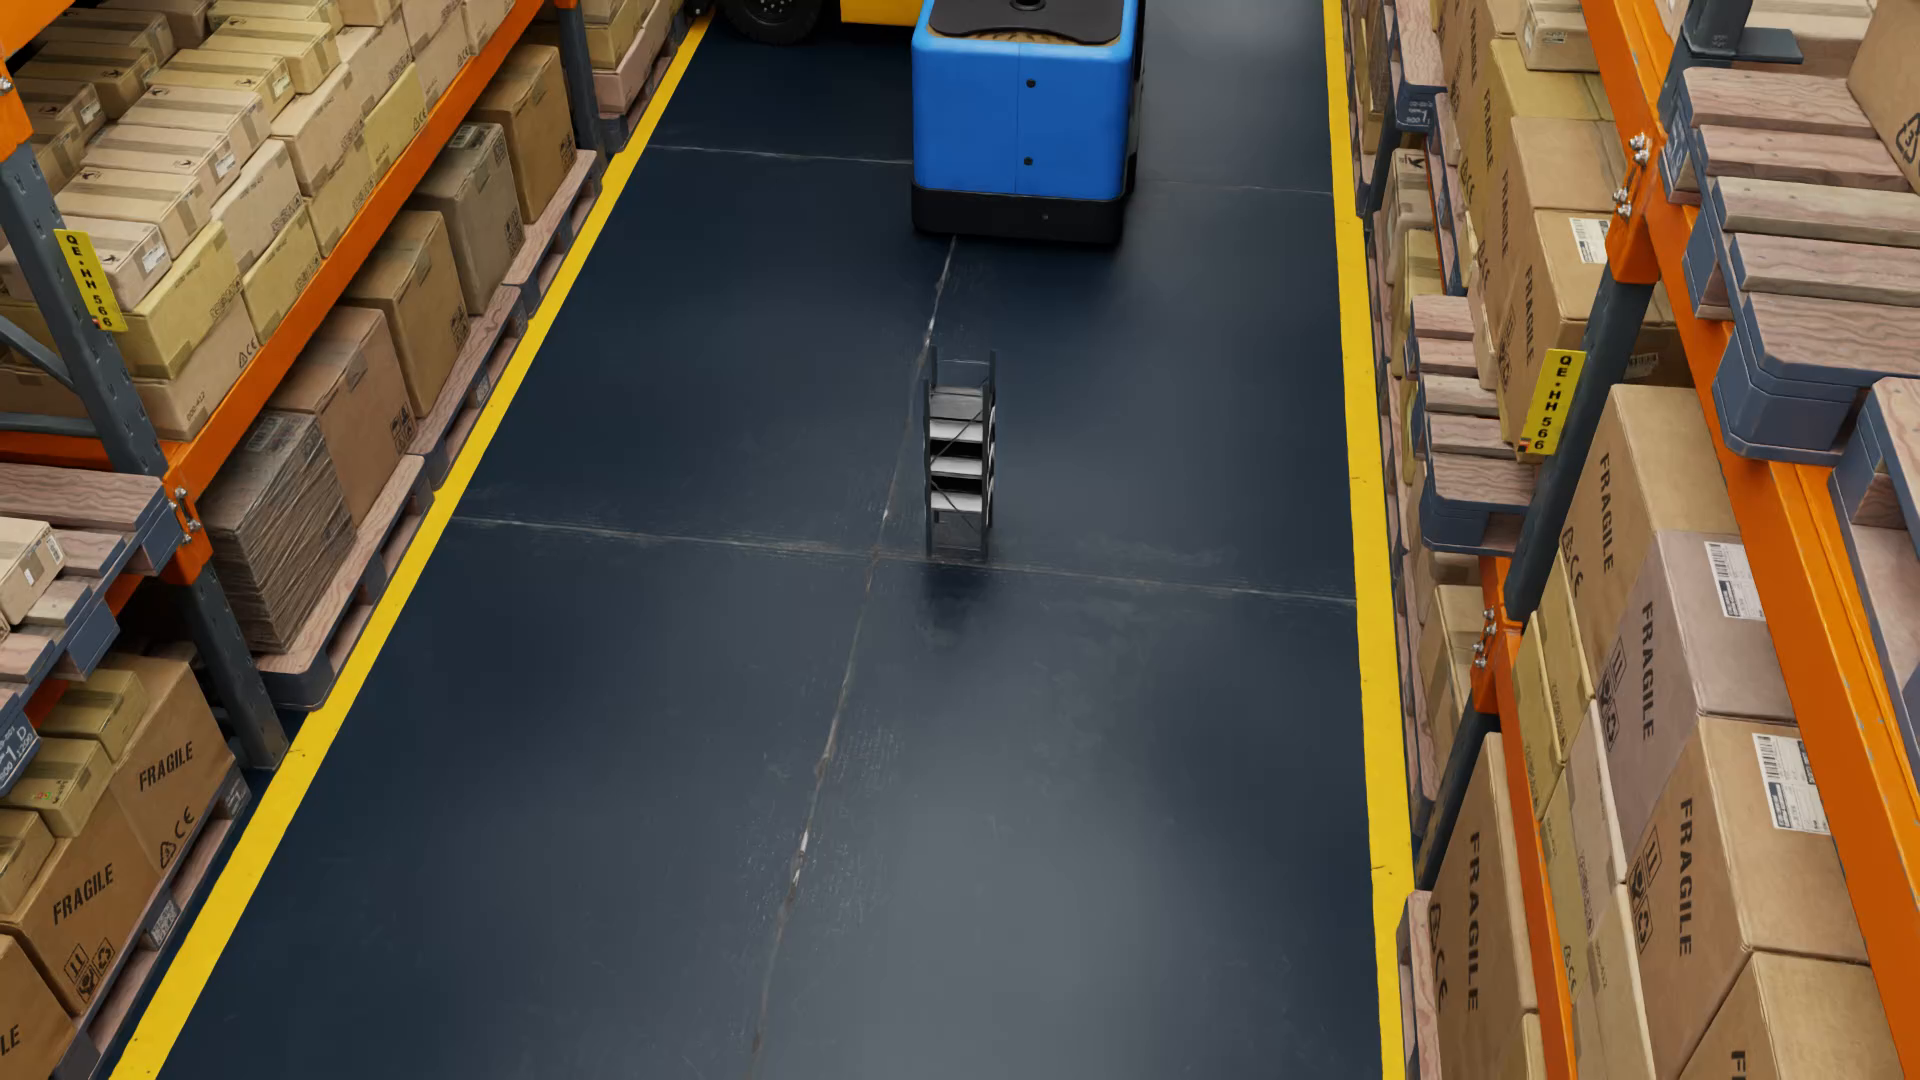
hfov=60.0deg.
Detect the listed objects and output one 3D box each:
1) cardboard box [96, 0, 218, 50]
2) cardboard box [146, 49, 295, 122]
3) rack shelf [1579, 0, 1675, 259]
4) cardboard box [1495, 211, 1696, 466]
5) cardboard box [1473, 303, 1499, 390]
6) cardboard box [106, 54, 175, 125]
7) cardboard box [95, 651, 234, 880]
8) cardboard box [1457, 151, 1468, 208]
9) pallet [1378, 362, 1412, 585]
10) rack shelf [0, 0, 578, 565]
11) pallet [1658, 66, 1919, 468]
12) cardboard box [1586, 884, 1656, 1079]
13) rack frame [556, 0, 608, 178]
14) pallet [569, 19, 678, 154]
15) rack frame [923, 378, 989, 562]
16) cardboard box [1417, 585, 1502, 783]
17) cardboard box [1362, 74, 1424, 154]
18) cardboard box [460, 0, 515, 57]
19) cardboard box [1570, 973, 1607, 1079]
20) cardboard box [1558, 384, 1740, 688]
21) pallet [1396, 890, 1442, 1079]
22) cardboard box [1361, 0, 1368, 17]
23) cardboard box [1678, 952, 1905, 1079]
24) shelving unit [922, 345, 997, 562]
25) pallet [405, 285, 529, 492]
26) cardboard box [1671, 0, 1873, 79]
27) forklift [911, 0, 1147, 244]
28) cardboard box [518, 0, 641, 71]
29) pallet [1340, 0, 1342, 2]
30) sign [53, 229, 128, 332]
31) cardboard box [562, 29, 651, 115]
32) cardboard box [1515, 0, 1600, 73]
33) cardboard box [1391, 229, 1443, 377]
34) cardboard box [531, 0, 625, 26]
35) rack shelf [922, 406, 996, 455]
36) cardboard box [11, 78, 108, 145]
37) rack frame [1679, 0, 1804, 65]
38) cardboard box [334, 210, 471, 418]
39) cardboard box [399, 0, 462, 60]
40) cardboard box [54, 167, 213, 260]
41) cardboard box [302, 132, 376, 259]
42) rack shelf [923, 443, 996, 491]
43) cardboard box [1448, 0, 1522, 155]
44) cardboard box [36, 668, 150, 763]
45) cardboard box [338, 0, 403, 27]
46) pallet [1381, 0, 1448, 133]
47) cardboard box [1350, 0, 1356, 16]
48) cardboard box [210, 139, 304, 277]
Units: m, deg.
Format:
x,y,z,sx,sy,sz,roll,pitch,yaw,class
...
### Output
x,y,z,sx,sy,sz,roll,pitch,yaw,class
-2.879,-1.915,6.046,0.380,0.149,0.250,6,44,7,cardboard box
-2.503,-1.530,5.639,0.380,0.149,0.250,6,44,6,cardboard box
2.279,-2.097,5.124,1.077,0.370,4.000,5,44,6,rack shelf
1.799,-0.538,4.542,0.500,0.500,0.500,4,44,4,cardboard box
1.778,-0.577,5.055,0.380,0.149,0.250,5,44,5,cardboard box
-2.987,-1.503,5.901,0.500,0.250,0.500,5,44,5,cardboard box
-2.748,0.708,5.333,0.500,0.500,0.500,6,44,7,cardboard box
1.951,-1.275,5.792,0.380,0.149,0.250,4,44,4,cardboard box
2.283,-0.255,6.866,1.003,0.211,1.213,5,44,6,pallet
-2.641,-1.456,6.630,1.077,0.370,4.000,5,44,6,rack shelf
1.982,-0.483,3.034,1.213,0.211,1.003,7,44,7,pallet
1.556,0.981,3.278,0.500,0.250,0.500,5,44,5,cardboard box
-2.377,-3.081,7.822,1.000,3.000,0.127,5,44,6,rack frame
-2.230,-2.606,9.349,1.003,0.211,1.213,5,44,6,pallet
-0.015,-0.252,6.362,0.240,0.900,0.006,5,44,6,rack frame
2.100,0.512,5.634,0.950,0.372,0.625,3,43,3,cardboard box
2.356,-2.213,8.600,0.500,0.250,0.500,7,44,7,cardboard box
-2.245,-2.316,7.123,0.500,0.250,0.500,5,44,5,cardboard box
1.575,1.168,3.444,0.500,0.250,0.500,7,44,7,cardboard box
1.707,0.009,3.759,0.500,0.500,0.500,4,44,4,cardboard box
1.836,1.637,4.867,1.003,0.211,1.213,5,44,6,pallet
2.488,-3.181,9.076,0.500,0.500,0.500,7,44,8,cardboard box
1.498,1.042,2.668,0.500,0.500,0.500,6,44,6,cardboard box
-0.001,-0.321,6.435,0.258,0.900,0.210,5,44,6,shelving unit
-2.594,-0.729,7.366,1.003,0.211,1.213,5,44,6,pallet
1.848,-1.138,3.771,0.380,0.149,0.250,5,44,6,cardboard box
0.459,-3.540,8.357,1.130,2.935,3.031,5,44,5,forklift
-2.007,-2.718,8.769,0.500,0.250,0.500,5,44,5,cardboard box
2.920,-3.743,10.550,1.003,0.211,1.213,5,44,6,pallet
-2.367,-0.703,4.527,0.100,0.325,0.005,5,44,6,sign
-1.985,-2.534,8.939,0.500,0.250,0.500,6,44,6,cardboard box
1.952,-1.579,5.169,0.380,0.149,0.250,3,44,4,cardboard box
2.385,-0.982,7.212,0.950,0.372,0.625,8,44,8,cardboard box
-2.002,-2.899,8.597,0.500,0.250,0.500,5,44,5,cardboard box
-0.001,-0.428,6.334,0.258,0.077,0.200,5,44,6,rack shelf
-3.081,-1.400,5.502,0.380,0.149,0.250,4,44,5,cardboard box
2.015,-2.084,2.406,1.000,3.000,0.127,5,44,6,rack frame
-2.642,-0.973,7.018,0.875,0.625,0.625,4,44,4,cardboard box
-2.323,-2.151,6.585,0.500,0.250,0.500,6,44,6,cardboard box
-2.538,-0.999,5.079,0.380,0.149,0.250,6,44,6,cardboard box
-2.472,-1.274,6.023,0.500,0.250,0.500,4,44,4,cardboard box
-0.001,-0.297,6.458,0.258,0.077,0.200,5,44,6,rack shelf
1.996,-1.607,5.671,0.500,0.500,0.500,4,44,4,cardboard box
-2.720,0.525,5.055,0.380,0.149,0.250,3,44,3,cardboard box
-2.300,-2.038,6.176,0.380,0.149,0.250,4,44,4,cardboard box
2.299,-2.055,6.878,1.003,0.211,1.213,5,44,6,pallet
2.557,-3.267,9.713,0.500,0.250,0.500,8,44,8,cardboard box
-2.537,-1.103,5.479,0.500,0.250,0.500,7,44,7,cardboard box
